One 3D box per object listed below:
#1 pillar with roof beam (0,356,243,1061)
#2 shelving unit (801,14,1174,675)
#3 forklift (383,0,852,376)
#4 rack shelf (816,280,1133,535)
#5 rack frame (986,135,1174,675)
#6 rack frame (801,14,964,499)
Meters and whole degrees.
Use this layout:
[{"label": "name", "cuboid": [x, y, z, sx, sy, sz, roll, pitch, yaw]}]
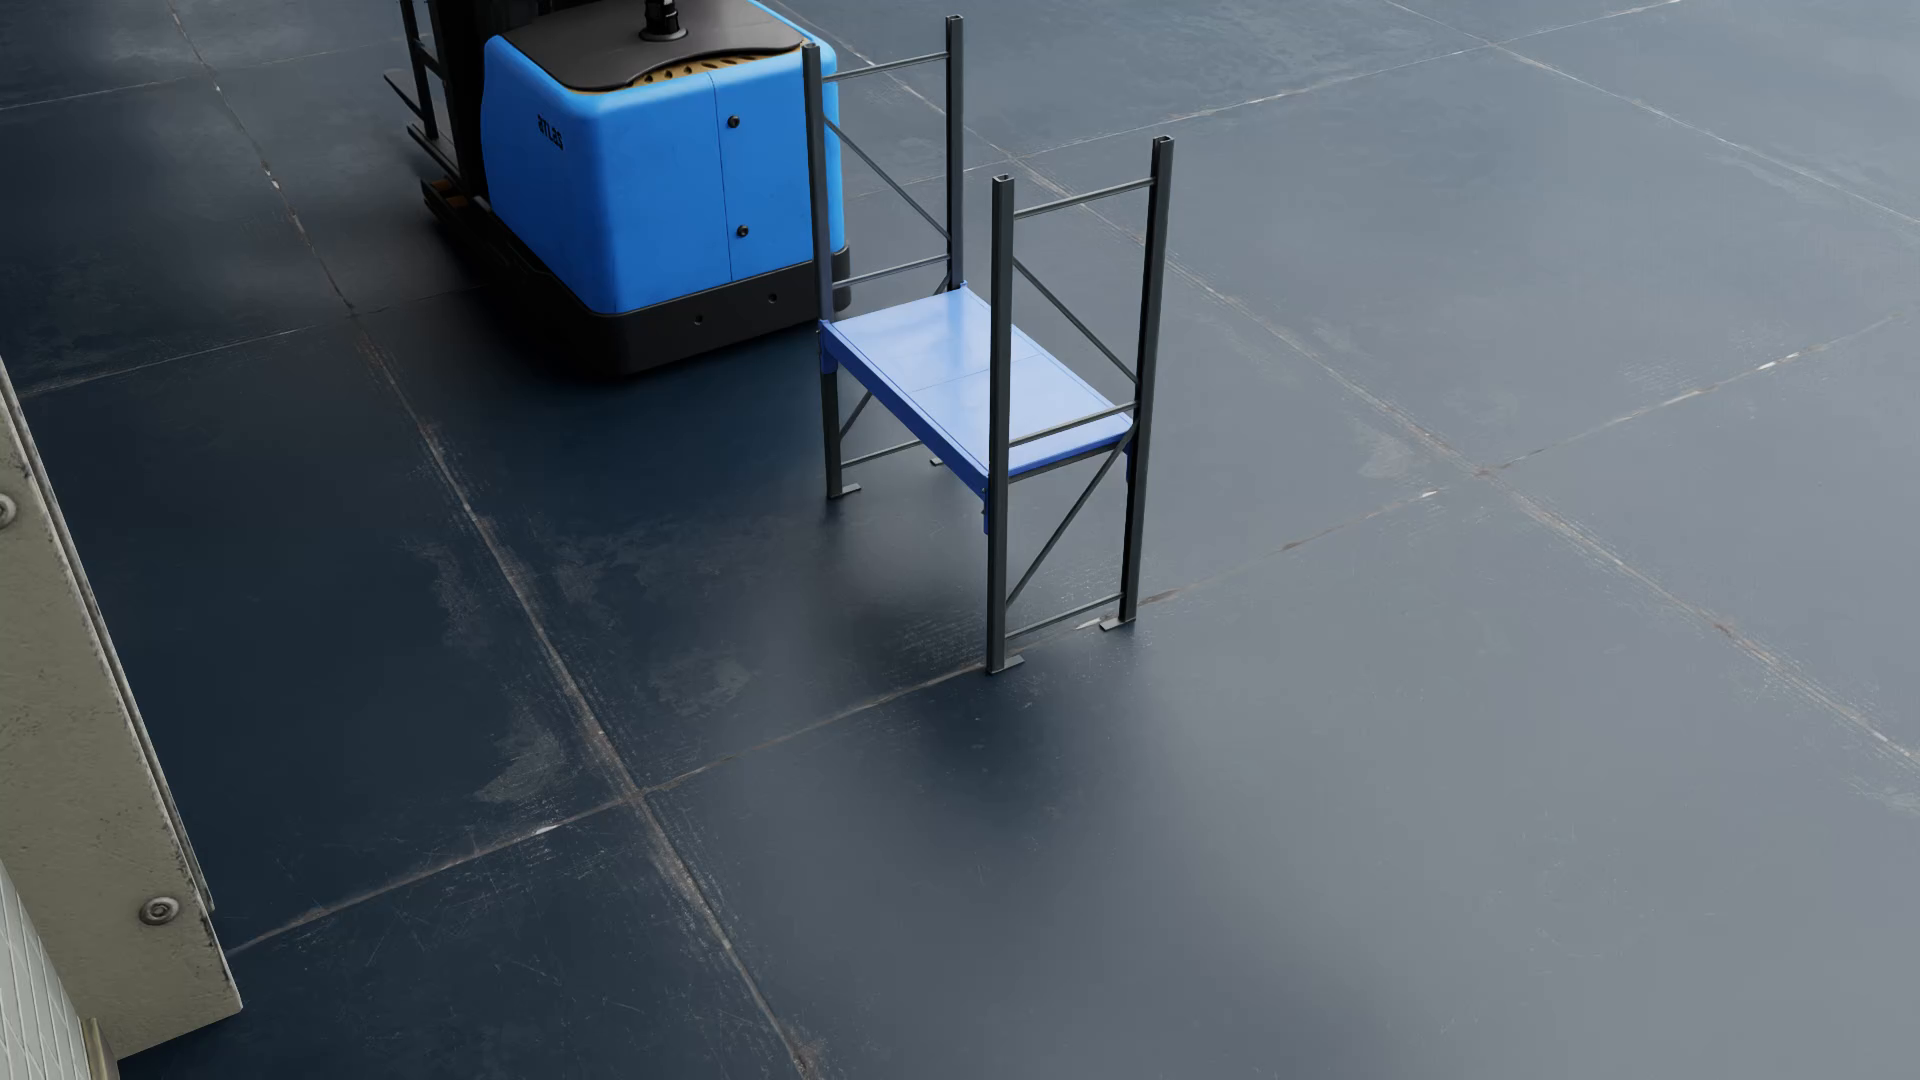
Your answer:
[{"label": "pillar with roof beam", "cuboid": [1.858, -3.895, 2.953, 9.100, 9.000, 0.400, -19, 40, -24]}, {"label": "shelving unit", "cuboid": [0.043, -0.562, 4.748, 0.538, 1.500, 1.048, -19, 40, -24]}, {"label": "forklift", "cuboid": [-1.643, -2.603, 6.329, 1.130, 2.935, 3.031, -21, 41, -26]}, {"label": "rack shelf", "cuboid": [0.043, -0.417, 4.854, 0.538, 0.185, 1.000, -19, 40, -24]}, {"label": "rack frame", "cuboid": [0.298, -0.303, 4.393, 0.500, 1.500, 0.032, -19, 40, -24]}, {"label": "rack frame", "cuboid": [-0.213, -0.821, 5.103, 0.500, 1.500, 0.032, -19, 40, -24]}]
